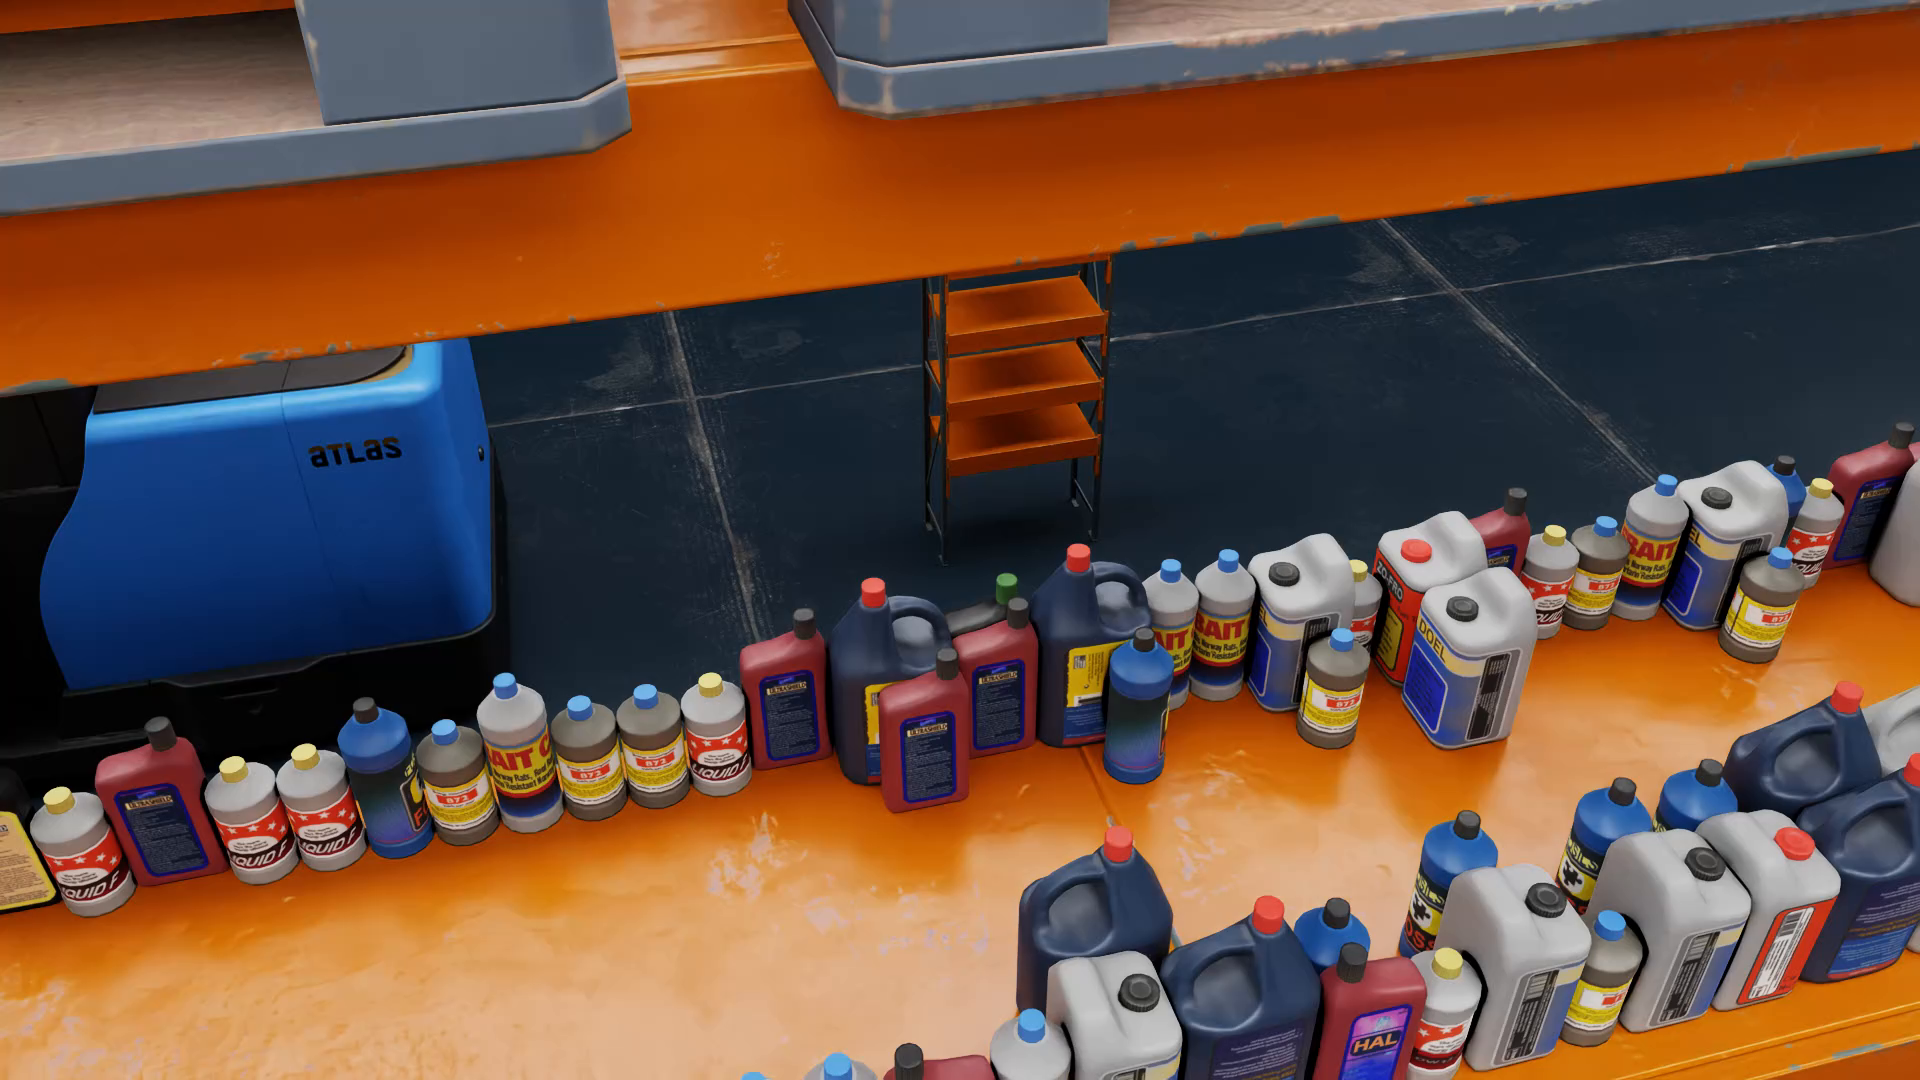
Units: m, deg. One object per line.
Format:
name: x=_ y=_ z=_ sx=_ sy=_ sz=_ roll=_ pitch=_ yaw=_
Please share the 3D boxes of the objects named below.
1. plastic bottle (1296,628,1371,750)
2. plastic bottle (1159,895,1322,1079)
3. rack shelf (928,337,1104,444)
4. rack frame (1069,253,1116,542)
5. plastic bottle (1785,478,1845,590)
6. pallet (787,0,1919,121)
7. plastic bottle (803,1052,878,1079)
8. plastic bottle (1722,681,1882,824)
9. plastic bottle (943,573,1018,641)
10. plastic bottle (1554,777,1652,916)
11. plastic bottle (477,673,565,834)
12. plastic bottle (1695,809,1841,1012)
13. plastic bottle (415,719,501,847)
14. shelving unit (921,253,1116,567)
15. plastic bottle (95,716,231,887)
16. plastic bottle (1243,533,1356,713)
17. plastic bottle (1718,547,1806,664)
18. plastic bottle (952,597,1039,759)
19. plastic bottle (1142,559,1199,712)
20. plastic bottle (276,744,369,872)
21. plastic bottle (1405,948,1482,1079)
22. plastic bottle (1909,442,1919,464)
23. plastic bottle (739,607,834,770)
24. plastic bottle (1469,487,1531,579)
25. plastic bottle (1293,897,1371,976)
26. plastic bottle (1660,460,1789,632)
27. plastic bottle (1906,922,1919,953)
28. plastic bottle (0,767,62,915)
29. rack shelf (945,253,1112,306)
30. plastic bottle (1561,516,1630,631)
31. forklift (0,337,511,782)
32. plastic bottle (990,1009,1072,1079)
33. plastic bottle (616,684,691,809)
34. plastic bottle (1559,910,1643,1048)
plastic bottle: x=0.596 y=0.227 z=2.648 sx=0.097 sy=0.201 sz=0.097 roll=0 pitch=37 yaw=0
plastic bottle: x=0.344 y=0.577 z=2.068 sx=0.185 sy=0.351 sz=0.144 roll=-9 pitch=38 yaw=-12
rack shelf: x=0.160 y=-0.449 z=4.961 sx=0.480 sy=0.148 sz=0.258 roll=-9 pitch=38 yaw=-12
rack frame: x=0.395 y=-0.541 z=4.970 sx=0.015 sy=1.200 sz=0.240 roll=-9 pitch=38 yaw=-12
plastic bottle: x=1.509 y=-0.018 z=2.968 sx=0.097 sy=0.201 sz=0.097 roll=0 pitch=37 yaw=0
pallet: x=0.384 y=-0.709 z=1.394 sx=1.213 sy=0.211 sz=1.003 roll=-9 pitch=38 yaw=-12
plastic bottle: x=-0.139 y=0.702 z=1.969 sx=0.097 sy=0.271 sz=0.097 roll=0 pitch=37 yaw=0
plastic bottle: x=1.191 y=0.347 z=2.368 sx=0.185 sy=0.351 sz=0.144 roll=-9 pitch=38 yaw=-12
plastic bottle: x=0.038 y=0.179 z=2.643 sx=0.133 sy=0.283 sz=0.061 roll=-9 pitch=38 yaw=-12
plastic bottle: x=0.893 y=0.437 z=2.316 sx=0.097 sy=0.271 sz=0.097 roll=0 pitch=37 yaw=0
plastic bottle: x=-0.658 y=0.310 z=2.482 sx=0.097 sy=0.271 sz=0.097 roll=0 pitch=37 yaw=0
plastic bottle: x=1.073 y=0.484 z=2.251 sx=0.135 sy=0.276 sz=0.152 roll=-9 pitch=38 yaw=-12
plastic bottle: x=-0.752 y=0.353 z=2.484 sx=0.097 sy=0.201 sz=0.097 roll=0 pitch=37 yaw=0
shelving unit: x=0.160 y=-0.503 z=4.920 sx=0.503 sy=1.200 sz=0.258 roll=-9 pitch=38 yaw=-12
plastic bottle: x=-1.150 y=0.374 z=2.388 sx=0.133 sy=0.283 sz=0.061 roll=-9 pitch=38 yaw=-12
plastic bottle: x=0.545 y=0.127 z=2.717 sx=0.135 sy=0.276 sz=0.152 roll=-9 pitch=38 yaw=-12
plastic bottle: x=1.360 y=0.102 z=2.811 sx=0.097 sy=0.201 sz=0.097 roll=0 pitch=37 yaw=0
plastic bottle: x=0.053 y=0.215 z=2.596 sx=0.133 sy=0.283 sz=0.061 roll=-9 pitch=38 yaw=-12
plastic bottle: x=0.332 y=0.147 z=2.695 sx=0.097 sy=0.271 sz=0.097 roll=0 pitch=37 yaw=0
plastic bottle: x=-0.940 y=0.384 z=2.443 sx=0.097 sy=0.201 sz=0.097 roll=0 pitch=37 yaw=0
plastic bottle: x=0.615 y=0.606 z=2.152 sx=0.097 sy=0.201 sz=0.097 roll=0 pitch=37 yaw=0
plastic bottle: x=1.744 y=-0.101 z=3.009 sx=0.133 sy=0.283 sz=0.061 roll=-9 pitch=38 yaw=-12
plastic bottle: x=-0.270 y=0.230 z=2.577 sx=0.133 sy=0.283 sz=0.061 roll=-9 pitch=38 yaw=-12
plastic bottle: x=0.887 y=0.040 z=2.825 sx=0.133 sy=0.283 sz=0.061 roll=-9 pitch=38 yaw=-12
plastic bottle: x=0.470 y=0.564 z=2.150 sx=0.097 sy=0.271 sz=0.097 roll=0 pitch=37 yaw=0
plastic bottle: x=1.310 y=0.002 z=2.881 sx=0.135 sy=0.276 sz=0.152 roll=-9 pitch=38 yaw=-12
plastic bottle: x=1.407 y=0.402 z=2.296 sx=0.185 sy=0.351 sz=0.144 roll=-9 pitch=38 yaw=-12
plastic bottle: x=-1.373 y=0.411 z=2.340 sx=0.133 sy=0.283 sz=0.061 roll=-9 pitch=38 yaw=-12
rack shelf: x=0.160 y=-0.815 z=4.681 sx=0.480 sy=0.148 sz=0.258 roll=-9 pitch=38 yaw=-12
plastic bottle: x=1.097 y=0.049 z=2.880 sx=0.097 sy=0.201 sz=0.097 roll=0 pitch=37 yaw=0
forklift: x=-2.825 y=-0.773 z=3.848 sx=3.031 sy=2.935 sz=1.130 roll=-8 pitch=38 yaw=-10
plastic bottle: x=0.084 y=0.665 z=2.017 sx=0.097 sy=0.271 sz=0.097 roll=0 pitch=37 yaw=0
plastic bottle: x=-0.470 y=0.307 z=2.544 sx=0.097 sy=0.201 sz=0.097 roll=0 pitch=37 yaw=0
plastic bottle: x=0.839 y=0.569 z=2.200 sx=0.097 sy=0.201 sz=0.097 roll=0 pitch=37 yaw=0
